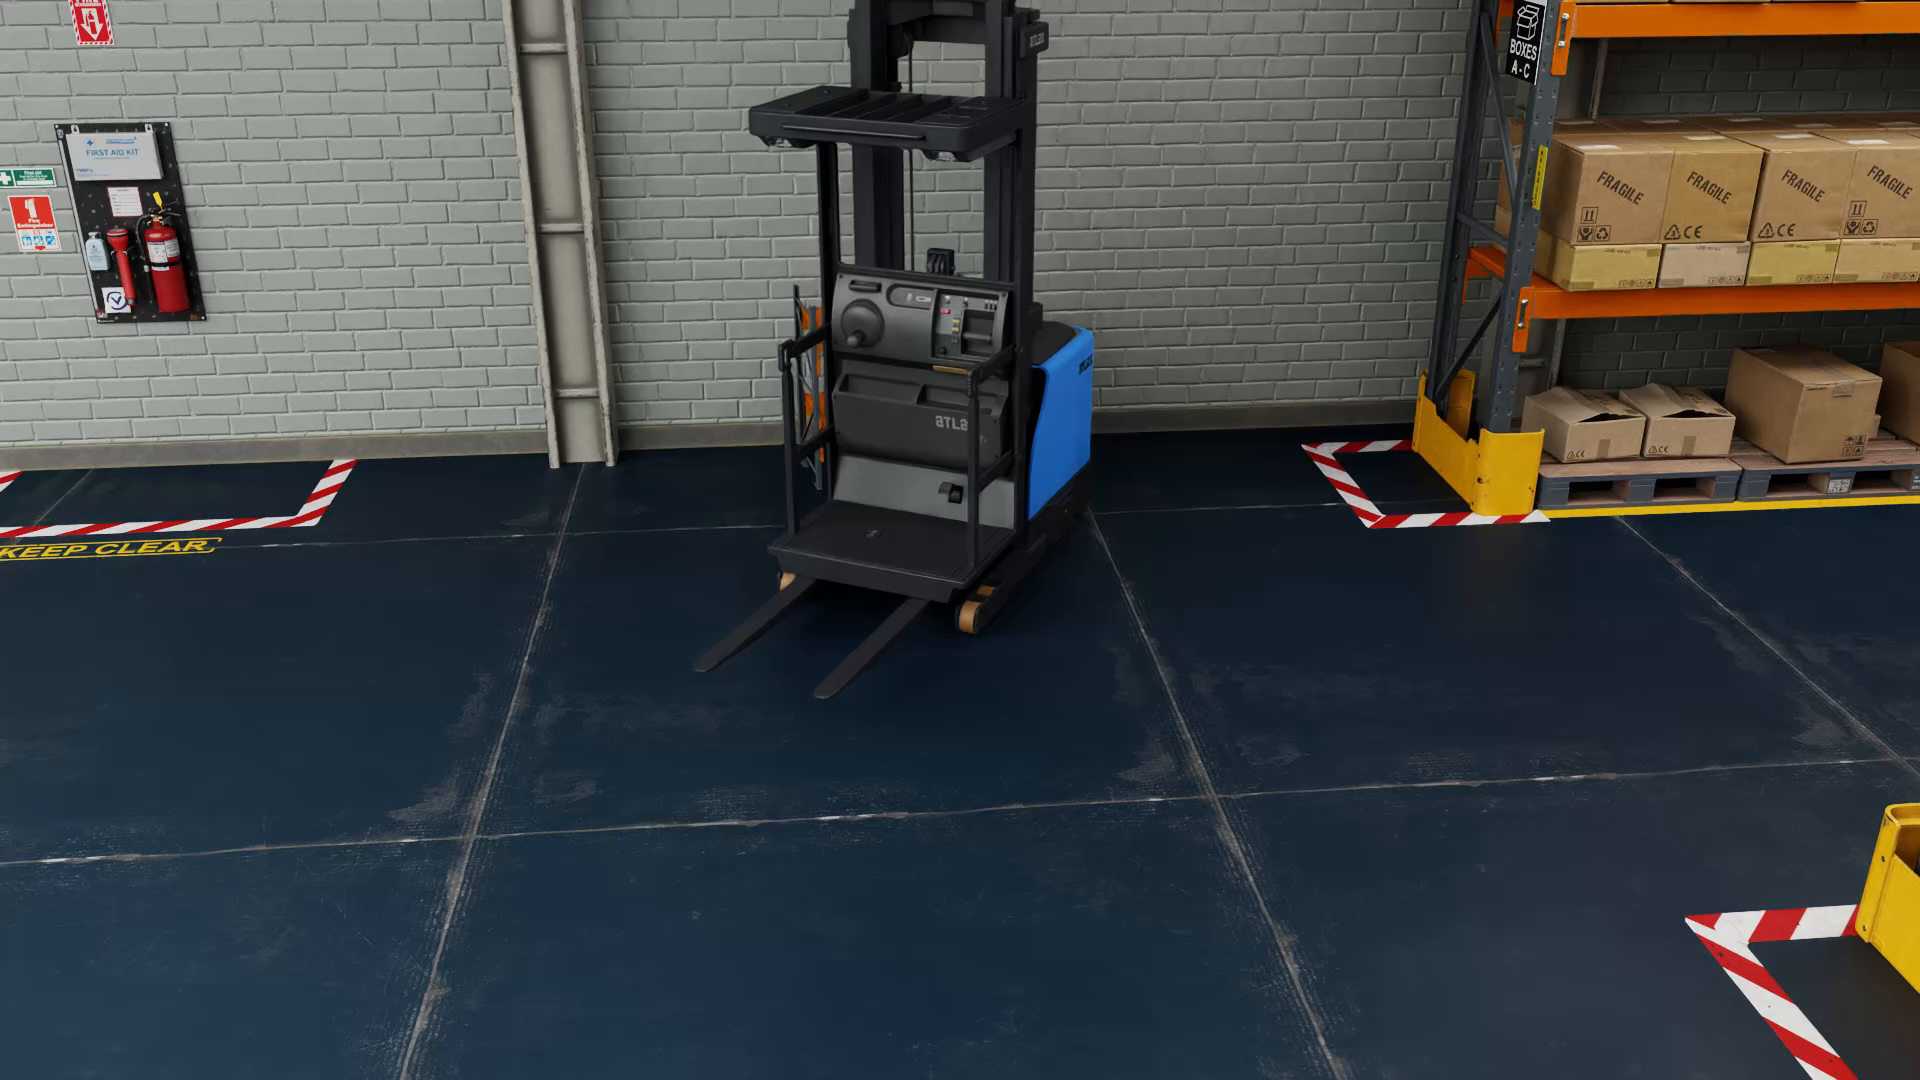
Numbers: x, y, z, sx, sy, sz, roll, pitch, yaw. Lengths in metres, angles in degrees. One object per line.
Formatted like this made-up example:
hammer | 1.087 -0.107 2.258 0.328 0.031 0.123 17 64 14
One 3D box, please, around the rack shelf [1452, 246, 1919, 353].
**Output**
rack shelf | 5.007 -1.496 9.809 4.000 0.370 1.077 -2 24 -5

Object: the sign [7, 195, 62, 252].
sign | -5.366 -1.836 9.644 0.234 0.329 0.001 -2 24 -5

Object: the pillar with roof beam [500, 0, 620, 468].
pillar with roof beam | -1.920 -2.885 4.661 0.400 9.000 9.100 -2 24 -5

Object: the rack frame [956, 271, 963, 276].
rack frame | 0.064 -1.032 10.186 0.032 1.125 0.500 -7 25 -16

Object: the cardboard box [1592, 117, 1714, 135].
cardboard box | 3.967 -2.149 9.629 0.500 0.500 0.500 -2 24 -4

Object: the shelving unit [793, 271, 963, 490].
shelving unit | -0.422 -0.971 10.049 1.048 1.125 0.538 -7 25 -16

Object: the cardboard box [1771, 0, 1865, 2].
cardboard box | 4.428 -3.112 8.719 0.500 0.500 0.500 -1 24 -3

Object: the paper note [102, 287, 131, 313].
paper note | -4.989 -1.418 9.833 0.142 0.148 0.016 -2 24 -5

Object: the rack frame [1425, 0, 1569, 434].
rack frame | 3.016 -1.745 9.483 0.127 3.000 1.000 -2 24 -5

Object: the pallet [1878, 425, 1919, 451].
pallet | 6.332 -0.590 10.317 1.213 0.211 1.003 -2 24 -5

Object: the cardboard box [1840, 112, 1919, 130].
cardboard box | 5.497 -2.217 9.782 0.500 0.500 0.500 -2 24 -4

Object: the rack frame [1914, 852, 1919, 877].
rack frame | 3.507 0.257 4.979 0.127 3.000 1.000 -2 24 -5

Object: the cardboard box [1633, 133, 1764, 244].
cardboard box | 4.014 -1.942 9.162 0.500 0.500 0.500 -2 24 -5

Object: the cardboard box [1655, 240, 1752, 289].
cardboard box | 4.049 -1.603 9.325 0.500 0.250 0.500 -3 24 -7

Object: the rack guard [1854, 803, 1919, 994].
rack guard | 3.483 1.400 5.485 0.348 0.500 1.175 -2 24 -5

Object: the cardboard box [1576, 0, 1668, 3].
cardboard box | 3.374 -3.083 8.652 0.500 0.500 0.500 -2 24 -4

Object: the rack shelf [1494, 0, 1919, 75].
rack shelf | 5.007 -2.867 9.200 4.000 0.370 1.077 -2 24 -5

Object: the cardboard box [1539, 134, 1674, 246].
cardboard box | 3.521 -1.926 9.127 0.500 0.500 0.500 -2 24 -5

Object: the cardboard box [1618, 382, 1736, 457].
cardboard box | 4.281 -0.732 9.972 0.500 0.311 0.500 0 24 -1

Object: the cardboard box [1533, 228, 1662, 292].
cardboard box | 3.533 -1.577 9.265 0.500 0.250 0.500 -3 24 -7

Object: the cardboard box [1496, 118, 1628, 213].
cardboard box | 3.465 -2.133 9.593 0.500 0.500 0.500 -3 24 -6

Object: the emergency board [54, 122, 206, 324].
emergency board | -4.806 -1.800 9.607 0.643 1.169 0.194 -2 24 -5

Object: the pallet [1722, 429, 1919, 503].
pallet | 5.115 -0.540 10.204 1.213 0.211 1.003 -2 24 -5

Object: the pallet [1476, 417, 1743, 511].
pallet | 3.904 -0.492 10.097 1.213 0.211 1.003 -2 24 -5

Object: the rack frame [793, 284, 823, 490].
rack frame | -0.908 -0.910 9.913 0.032 1.125 0.500 -7 25 -16

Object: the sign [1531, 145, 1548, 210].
sign | 3.070 -1.922 8.814 0.005 0.325 0.100 -2 24 -5

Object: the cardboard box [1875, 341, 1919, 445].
cardboard box | 5.968 -0.906 10.131 0.500 0.500 0.500 -4 24 -9

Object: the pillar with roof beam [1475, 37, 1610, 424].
pillar with roof beam | 4.051 -3.124 5.200 0.400 9.000 9.100 -2 24 -5

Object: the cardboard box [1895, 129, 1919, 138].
cardboard box | 5.559 -2.006 9.308 0.500 0.500 0.500 -3 24 -7

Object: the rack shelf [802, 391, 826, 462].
rack shelf | -0.422 -0.747 10.149 1.000 0.278 0.538 -7 25 -16

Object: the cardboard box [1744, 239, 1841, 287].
cardboard box | 4.556 -1.621 9.365 0.500 0.250 0.500 -3 24 -6

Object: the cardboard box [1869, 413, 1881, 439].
cardboard box | 5.403 -0.747 10.207 0.250 0.149 0.380 -4 24 -9

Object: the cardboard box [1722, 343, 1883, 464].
cardboard box | 5.016 -0.827 9.954 0.500 0.500 0.700 -4 24 -8

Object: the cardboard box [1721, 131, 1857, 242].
cardboard box | 4.529 -1.960 9.203 0.500 0.500 0.500 -3 24 -7

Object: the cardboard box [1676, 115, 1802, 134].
cardboard box | 4.481 -2.172 9.680 0.500 0.500 0.500 -3 24 -7

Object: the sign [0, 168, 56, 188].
sign | -5.361 -2.075 9.528 0.331 0.109 0.001 -2 24 -5

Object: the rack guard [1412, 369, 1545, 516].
rack guard | 3.092 -0.606 9.998 0.348 0.500 1.175 -2 24 -5

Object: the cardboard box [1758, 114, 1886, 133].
cardboard box | 4.982 -2.192 9.725 0.500 0.500 0.500 -2 24 -4

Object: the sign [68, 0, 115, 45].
sign | -4.824 -2.899 9.226 0.199 0.298 0.001 -2 24 -5

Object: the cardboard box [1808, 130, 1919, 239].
cardboard box | 5.041 -1.985 9.260 0.500 0.500 0.500 -2 24 -3

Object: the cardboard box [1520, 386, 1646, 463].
cardboard box | 3.714 -0.709 9.920 0.500 0.311 0.500 -5 24 -11

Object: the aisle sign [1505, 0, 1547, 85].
aisle sign | 2.974 -2.809 8.676 0.004 0.787 0.394 -2 24 -5

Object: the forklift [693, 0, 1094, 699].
forklift | -0.286 -1.071 8.050 1.130 2.935 3.031 10 26 21

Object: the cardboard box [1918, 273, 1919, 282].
cardboard box | 5.560 -1.661 9.454 0.500 0.250 0.500 -2 24 -5

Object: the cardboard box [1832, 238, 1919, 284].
cardboard box | 5.059 -1.641 9.408 0.500 0.250 0.500 -2 24 -5

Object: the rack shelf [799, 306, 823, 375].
rack shelf | -0.422 -1.238 9.930 1.000 0.278 0.538 -7 25 -16

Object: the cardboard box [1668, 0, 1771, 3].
cardboard box | 3.912 -3.090 8.668 0.500 0.500 0.500 -1 24 -2

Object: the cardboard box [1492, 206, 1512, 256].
cardboard box | 3.463 -1.783 9.728 0.500 0.250 0.500 -2 24 -4
